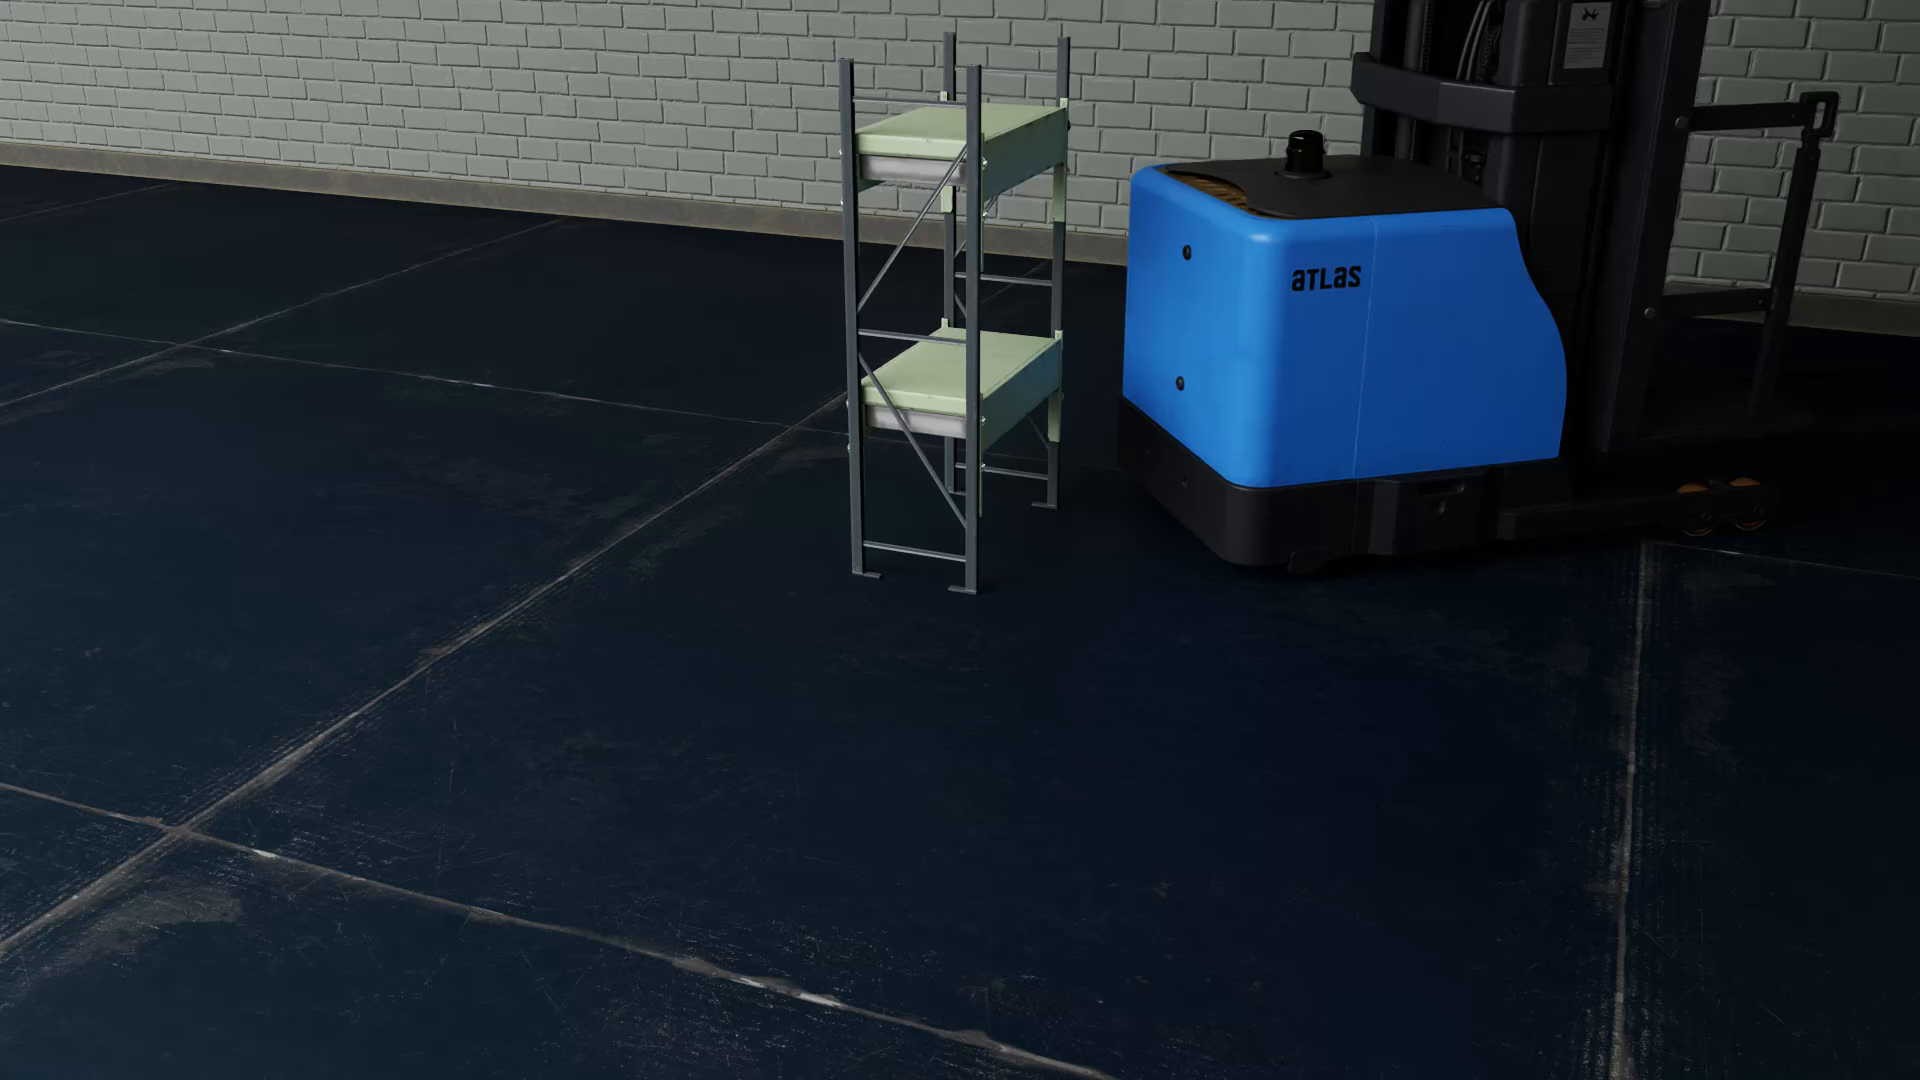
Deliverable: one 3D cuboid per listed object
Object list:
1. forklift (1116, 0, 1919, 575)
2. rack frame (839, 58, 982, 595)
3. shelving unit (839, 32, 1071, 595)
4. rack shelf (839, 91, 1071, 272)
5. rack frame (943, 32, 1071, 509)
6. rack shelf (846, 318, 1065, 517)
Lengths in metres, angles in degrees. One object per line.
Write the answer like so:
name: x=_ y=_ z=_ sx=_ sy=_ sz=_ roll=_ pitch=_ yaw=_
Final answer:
forklift: x=2.110 y=-1.552 z=5.162 sx=3.031 sy=2.935 sz=1.130 roll=-6 pitch=23 yaw=-15
rack frame: x=-0.133 y=-0.563 z=4.653 sx=0.400 sy=1.500 sz=0.023 roll=9 pitch=24 yaw=20
shelving unit: x=0.002 y=-0.694 z=4.967 sx=0.431 sy=1.500 sz=0.755 roll=9 pitch=24 yaw=20
rack shelf: x=0.002 y=-1.055 z=4.816 sx=0.431 sy=0.370 sz=0.720 roll=9 pitch=24 yaw=20
rack frame: x=0.138 y=-0.825 z=5.280 sx=0.400 sy=1.500 sz=0.023 roll=9 pitch=24 yaw=20
rack shelf: x=0.002 y=-0.394 z=5.092 sx=0.431 sy=0.370 sz=0.720 roll=9 pitch=24 yaw=20
